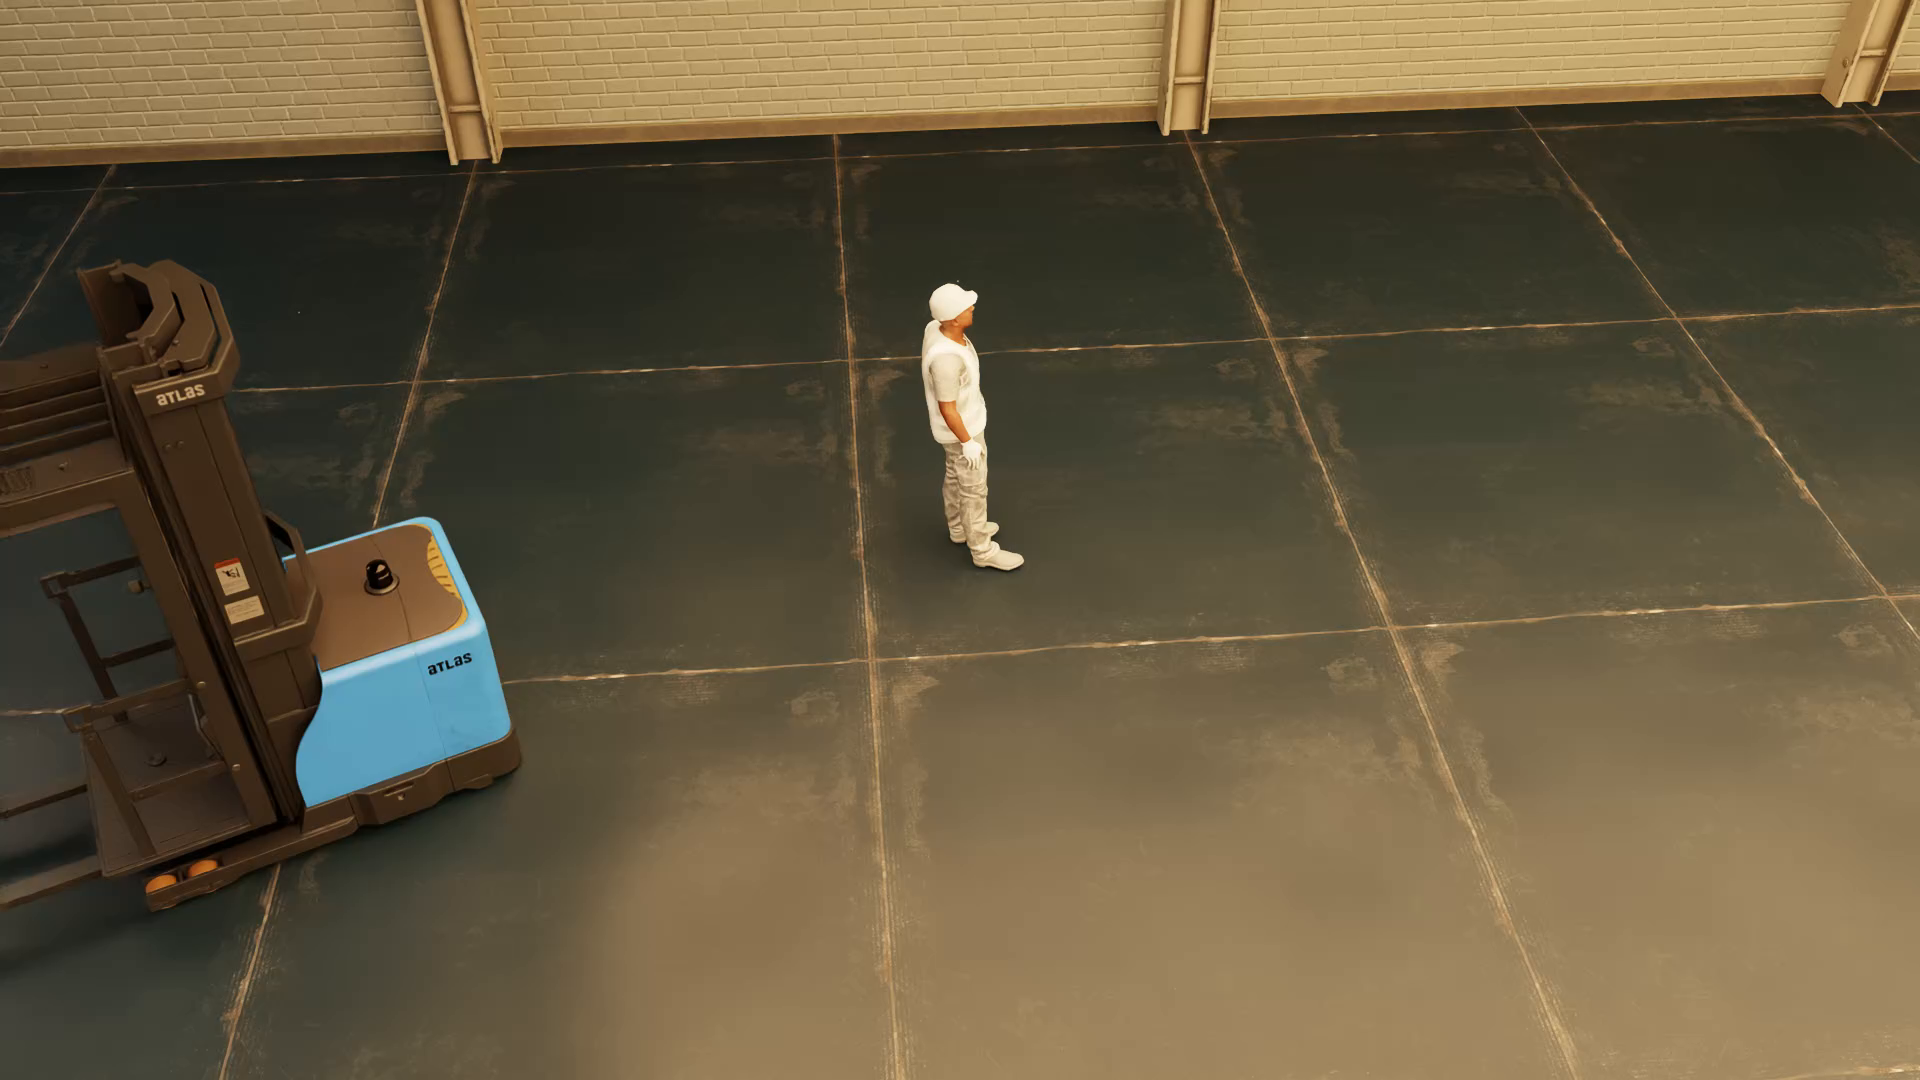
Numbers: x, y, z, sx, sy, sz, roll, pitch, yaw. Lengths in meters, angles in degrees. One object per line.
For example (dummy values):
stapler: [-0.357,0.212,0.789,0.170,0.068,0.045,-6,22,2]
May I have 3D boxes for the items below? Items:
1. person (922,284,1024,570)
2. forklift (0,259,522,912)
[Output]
person: [0.073,-0.681,9.606,0.576,1.782,0.656,-3,41,-4]
forklift: [-3.850,0.285,7.605,3.031,2.935,1.130,-19,44,-21]
